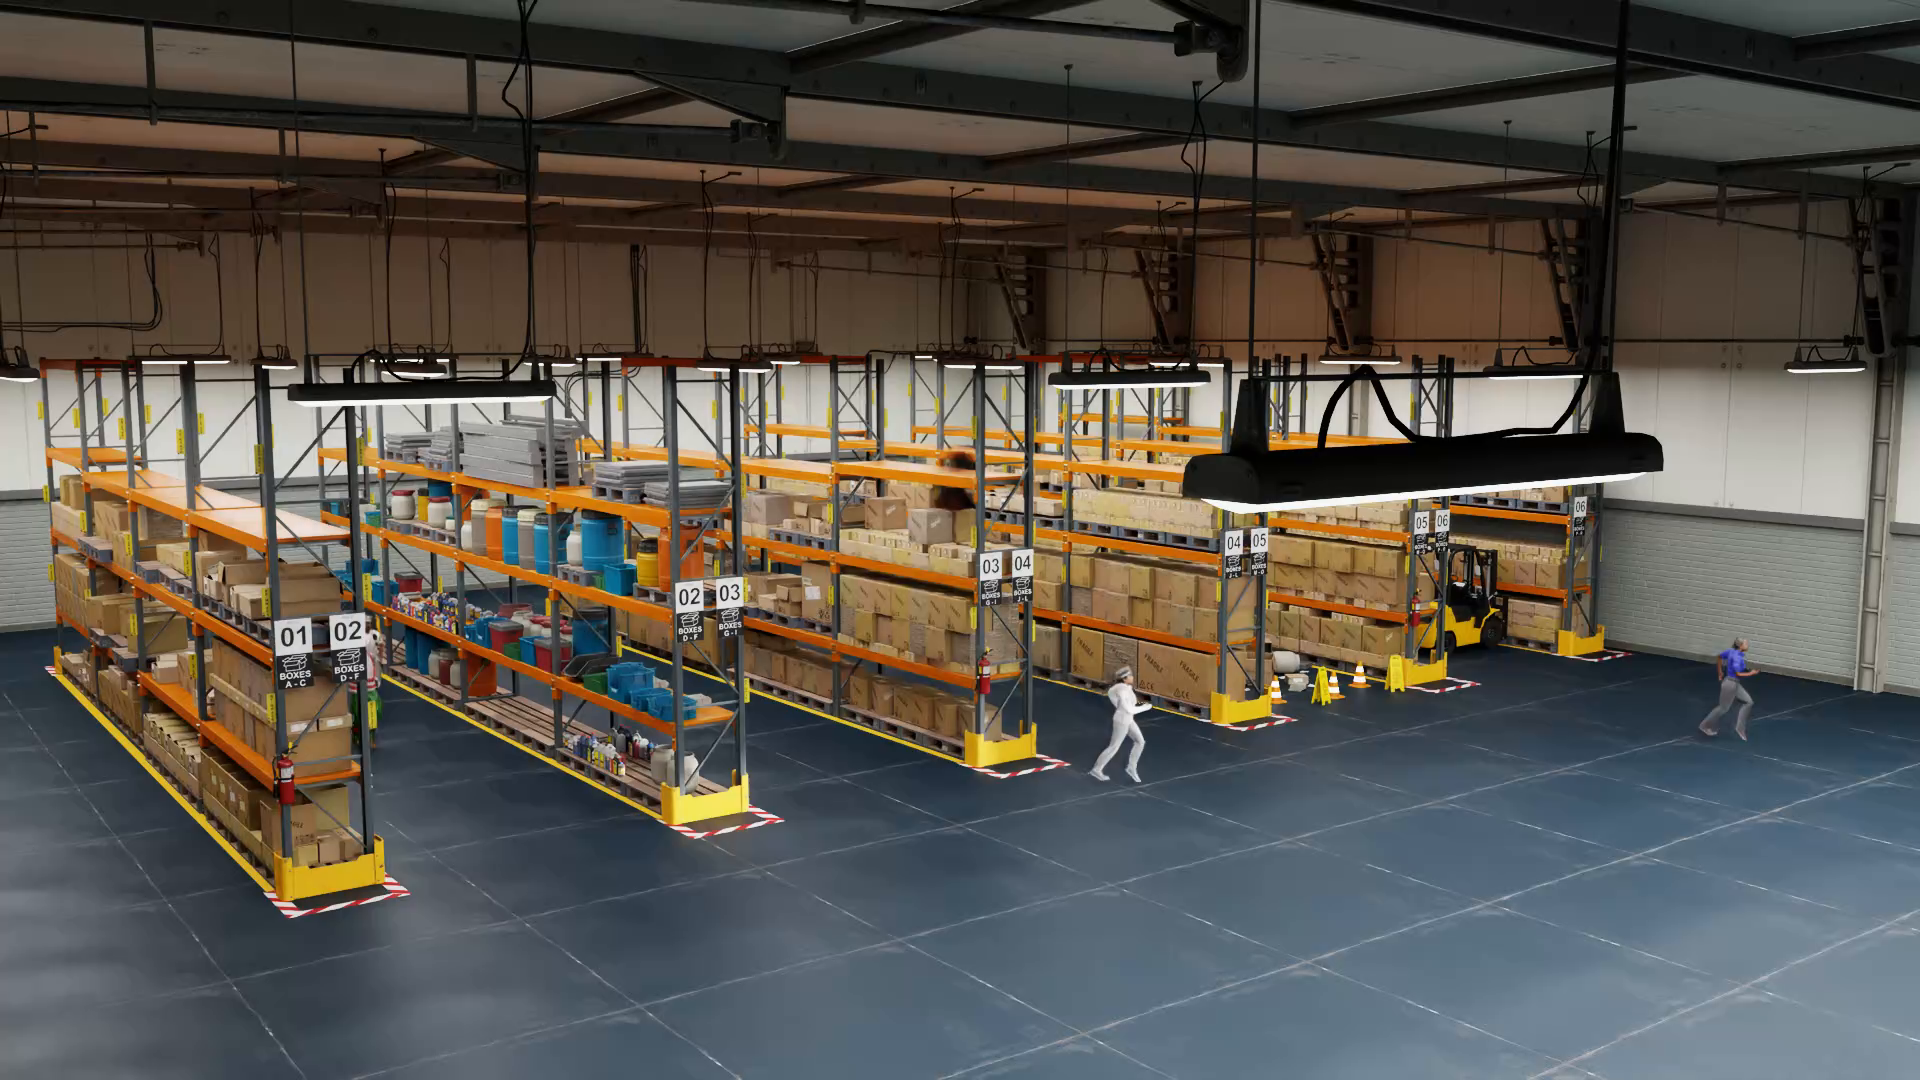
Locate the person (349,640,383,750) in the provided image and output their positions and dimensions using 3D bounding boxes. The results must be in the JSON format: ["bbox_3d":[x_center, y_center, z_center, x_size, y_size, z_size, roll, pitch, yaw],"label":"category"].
[{"bbox_3d":[-9.201,2.365,25.713,0.631,1.800,0.680,-7,10,-44],"label":"person"}]

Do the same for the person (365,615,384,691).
[{"bbox_3d":[-10.150,2.090,28.521,0.555,1.654,0.550,-4,8,-29],"label":"person"}]

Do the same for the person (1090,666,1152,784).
[{"bbox_3d":[2.307,2.641,23.762,0.862,1.715,0.622,1,7,9],"label":"person"}]

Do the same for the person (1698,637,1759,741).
[{"bbox_3d":[12.208,2.359,26.398,0.832,1.684,0.599,3,7,22],"label":"person"}]
